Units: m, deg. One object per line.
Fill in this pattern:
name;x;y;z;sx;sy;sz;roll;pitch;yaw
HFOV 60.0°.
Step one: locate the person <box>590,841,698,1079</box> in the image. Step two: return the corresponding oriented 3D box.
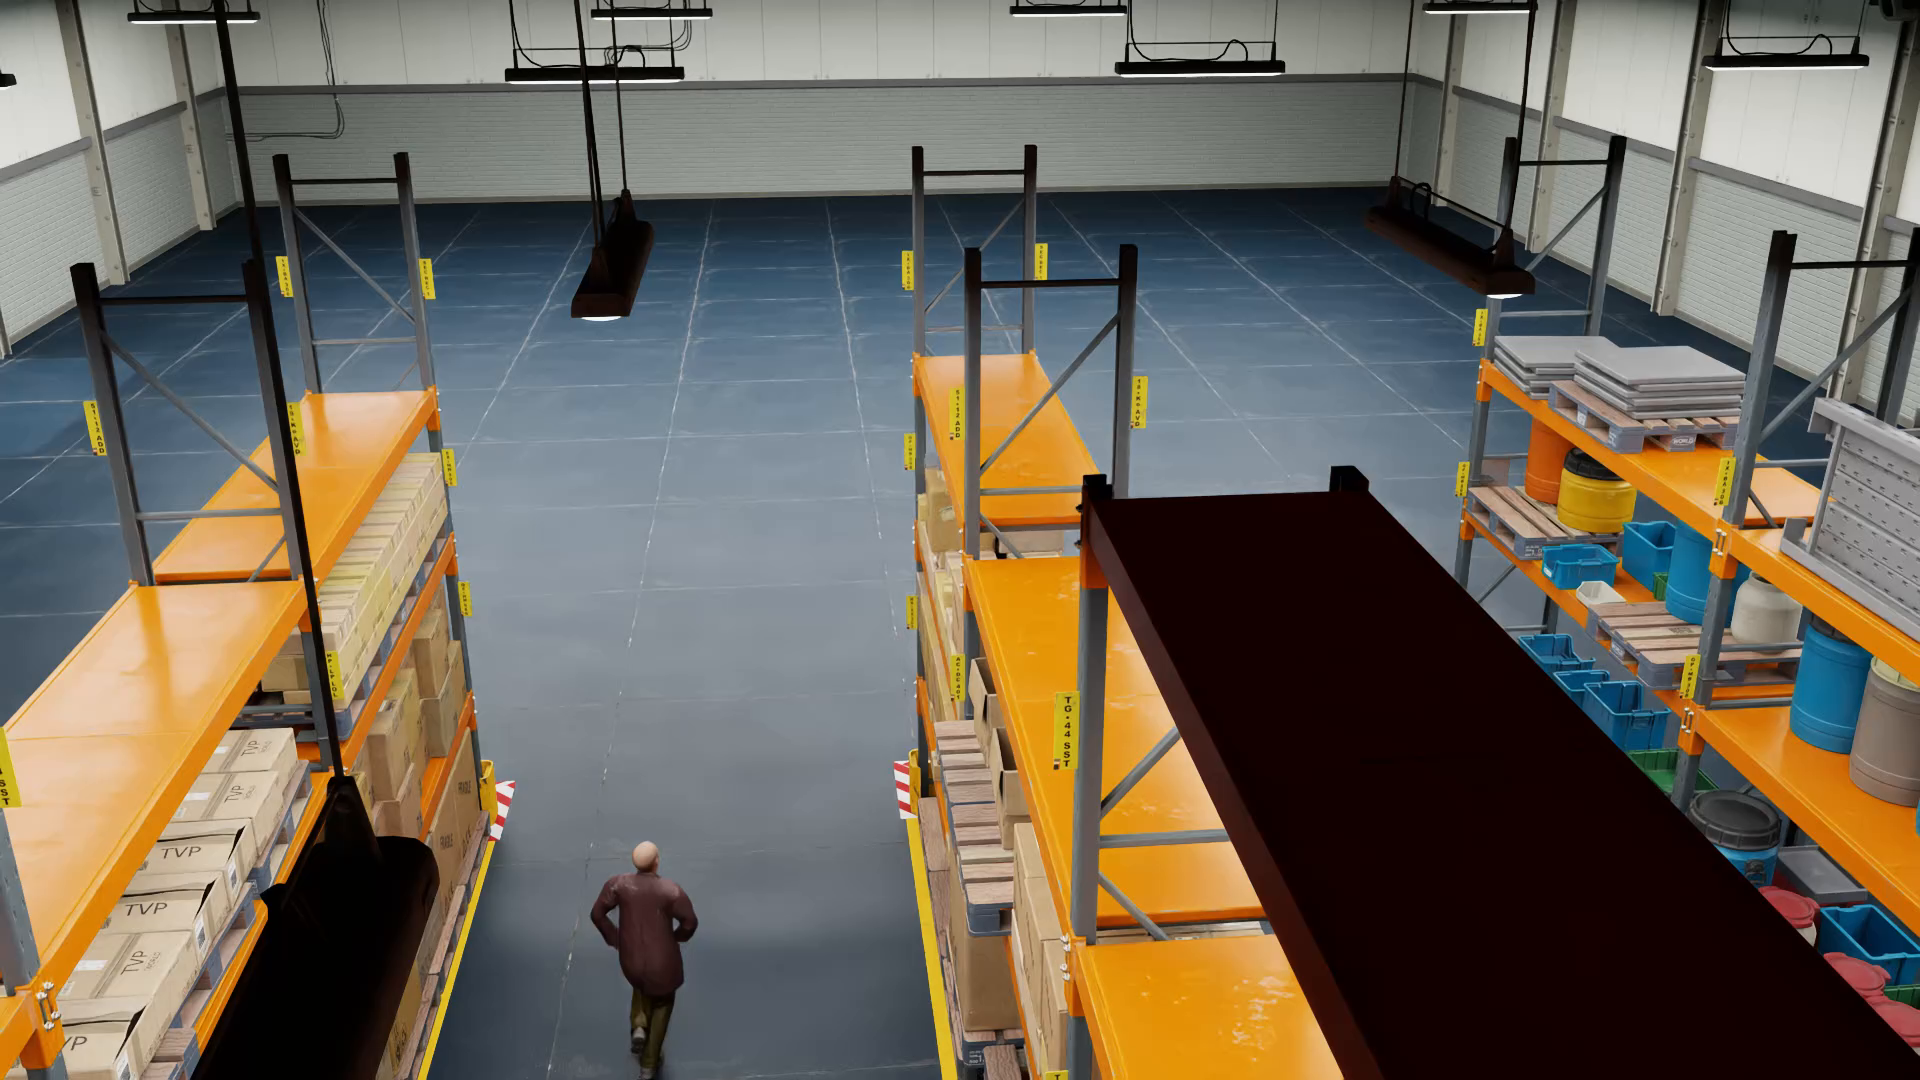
person;-2.234;2.978;11.852;0.753;1.690;0.648;1;22;2
